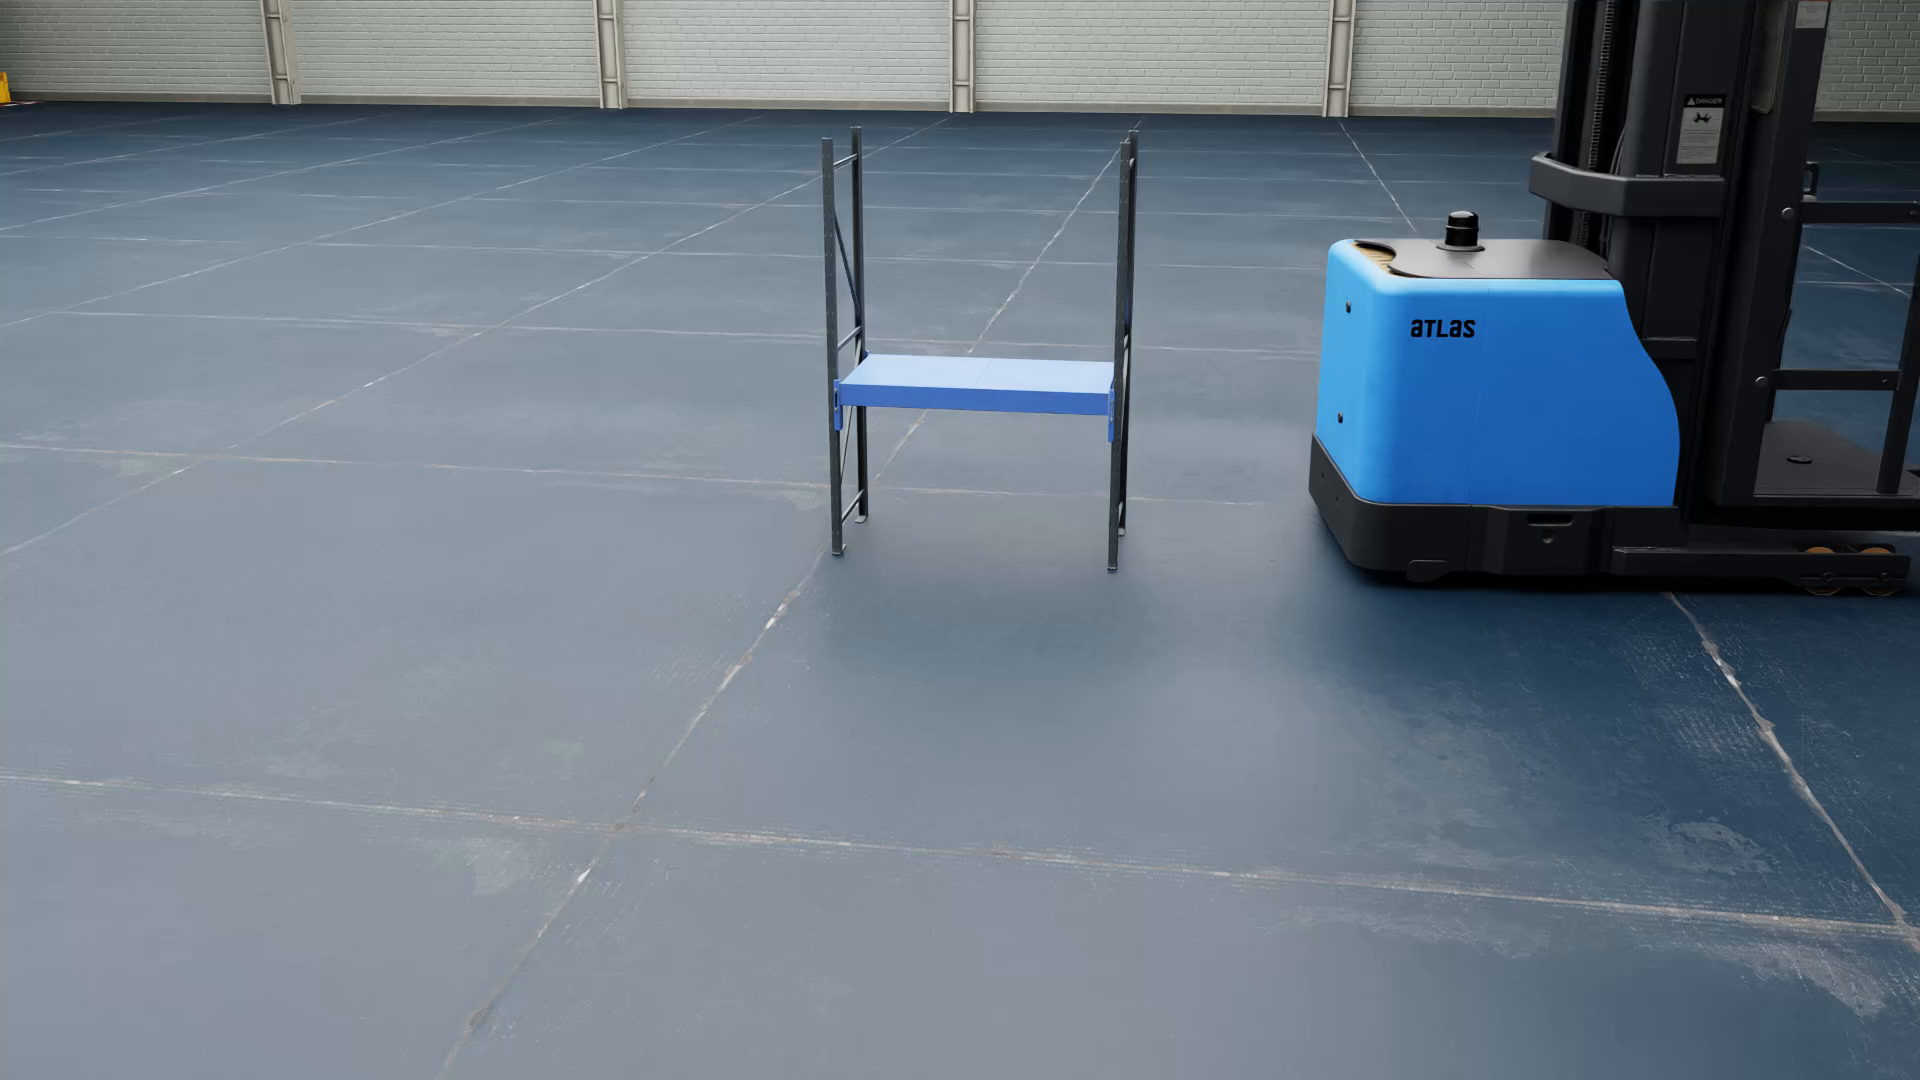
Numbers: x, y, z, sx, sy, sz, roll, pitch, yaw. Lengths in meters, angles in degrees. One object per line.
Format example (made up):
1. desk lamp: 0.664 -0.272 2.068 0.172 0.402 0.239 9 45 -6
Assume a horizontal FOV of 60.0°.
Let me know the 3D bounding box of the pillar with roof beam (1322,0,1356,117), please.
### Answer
1. pillar with roof beam: 5.285 -9.670 21.021 0.400 9.000 9.100 3 19 9

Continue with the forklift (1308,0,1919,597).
1. forklift: 2.896 -1.367 5.770 3.031 2.935 1.130 1 19 2

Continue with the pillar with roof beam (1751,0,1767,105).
1. pillar with roof beam: 11.209 -9.368 20.119 0.400 9.000 9.100 3 19 9

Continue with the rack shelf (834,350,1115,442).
1. rack shelf: 0.084 -0.536 6.109 1.000 0.185 0.538 3 19 9

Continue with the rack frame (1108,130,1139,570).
1. rack frame: 0.586 -0.681 5.976 0.032 1.500 0.500 3 19 9

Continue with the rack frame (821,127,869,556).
1. rack frame: -0.418 -0.733 6.129 0.032 1.500 0.500 3 19 9

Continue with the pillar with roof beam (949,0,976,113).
1. pillar with roof beam: -0.639 -9.972 21.924 0.400 9.000 9.100 3 19 9

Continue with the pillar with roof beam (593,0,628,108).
1. pillar with roof beam: -6.563 -10.274 22.826 0.400 9.000 9.100 3 19 9

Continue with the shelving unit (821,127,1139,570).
1. shelving unit: 0.084 -0.707 6.052 1.048 1.500 0.538 3 19 9

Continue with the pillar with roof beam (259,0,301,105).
1. pillar with roof beam: -12.487 -10.576 23.729 0.400 9.000 9.100 3 19 9

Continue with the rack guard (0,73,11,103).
1. rack guard: -17.160 -7.877 29.058 0.348 0.500 1.175 3 19 9
